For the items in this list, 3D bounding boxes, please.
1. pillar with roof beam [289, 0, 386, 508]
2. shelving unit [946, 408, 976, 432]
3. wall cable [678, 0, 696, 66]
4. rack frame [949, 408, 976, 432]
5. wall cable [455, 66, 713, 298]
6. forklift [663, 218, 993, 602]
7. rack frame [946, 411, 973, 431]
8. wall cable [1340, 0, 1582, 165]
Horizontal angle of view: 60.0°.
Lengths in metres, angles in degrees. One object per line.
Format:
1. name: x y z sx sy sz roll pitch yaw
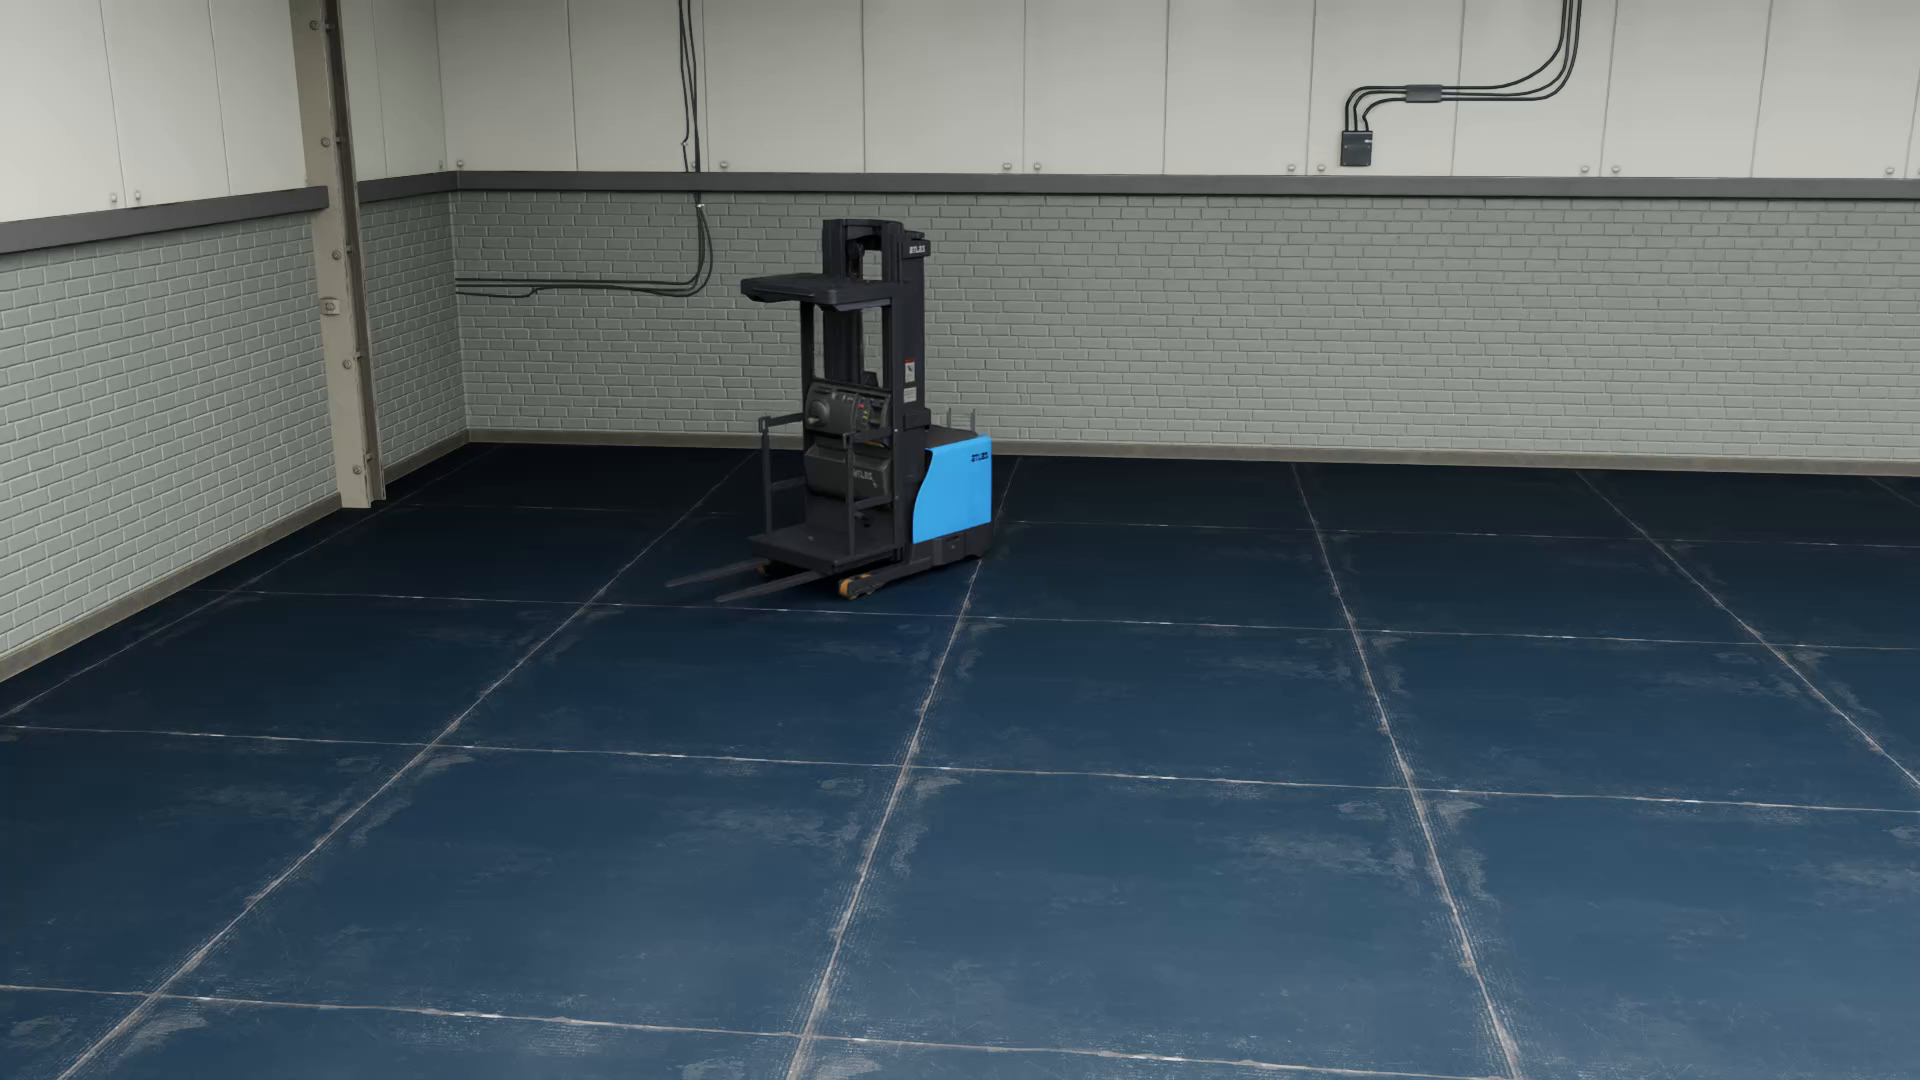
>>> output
1. pillar with roof beam: -1.658 -4.587 14.885 9.100 9.000 0.400 2 15 6
2. shelving unit: 0.010 -0.585 15.026 0.258 1.200 0.189 2 15 8
3. wall cable: -1.601 -6.298 17.487 3.097 2.526 0.112 2 15 6
4. rack frame: 0.023 -0.608 15.113 0.240 1.200 0.006 2 15 8
5. wall cable: -4.289 -3.940 18.441 3.097 2.526 0.112 2 15 6
6. forklift: -1.068 -1.085 13.558 1.130 2.935 3.031 13 20 40
7. rack frame: -0.002 -0.561 14.938 0.240 1.200 0.006 2 15 8
8. wall cable: 5.142 -6.797 16.542 2.305 6.003 0.169 2 15 6
